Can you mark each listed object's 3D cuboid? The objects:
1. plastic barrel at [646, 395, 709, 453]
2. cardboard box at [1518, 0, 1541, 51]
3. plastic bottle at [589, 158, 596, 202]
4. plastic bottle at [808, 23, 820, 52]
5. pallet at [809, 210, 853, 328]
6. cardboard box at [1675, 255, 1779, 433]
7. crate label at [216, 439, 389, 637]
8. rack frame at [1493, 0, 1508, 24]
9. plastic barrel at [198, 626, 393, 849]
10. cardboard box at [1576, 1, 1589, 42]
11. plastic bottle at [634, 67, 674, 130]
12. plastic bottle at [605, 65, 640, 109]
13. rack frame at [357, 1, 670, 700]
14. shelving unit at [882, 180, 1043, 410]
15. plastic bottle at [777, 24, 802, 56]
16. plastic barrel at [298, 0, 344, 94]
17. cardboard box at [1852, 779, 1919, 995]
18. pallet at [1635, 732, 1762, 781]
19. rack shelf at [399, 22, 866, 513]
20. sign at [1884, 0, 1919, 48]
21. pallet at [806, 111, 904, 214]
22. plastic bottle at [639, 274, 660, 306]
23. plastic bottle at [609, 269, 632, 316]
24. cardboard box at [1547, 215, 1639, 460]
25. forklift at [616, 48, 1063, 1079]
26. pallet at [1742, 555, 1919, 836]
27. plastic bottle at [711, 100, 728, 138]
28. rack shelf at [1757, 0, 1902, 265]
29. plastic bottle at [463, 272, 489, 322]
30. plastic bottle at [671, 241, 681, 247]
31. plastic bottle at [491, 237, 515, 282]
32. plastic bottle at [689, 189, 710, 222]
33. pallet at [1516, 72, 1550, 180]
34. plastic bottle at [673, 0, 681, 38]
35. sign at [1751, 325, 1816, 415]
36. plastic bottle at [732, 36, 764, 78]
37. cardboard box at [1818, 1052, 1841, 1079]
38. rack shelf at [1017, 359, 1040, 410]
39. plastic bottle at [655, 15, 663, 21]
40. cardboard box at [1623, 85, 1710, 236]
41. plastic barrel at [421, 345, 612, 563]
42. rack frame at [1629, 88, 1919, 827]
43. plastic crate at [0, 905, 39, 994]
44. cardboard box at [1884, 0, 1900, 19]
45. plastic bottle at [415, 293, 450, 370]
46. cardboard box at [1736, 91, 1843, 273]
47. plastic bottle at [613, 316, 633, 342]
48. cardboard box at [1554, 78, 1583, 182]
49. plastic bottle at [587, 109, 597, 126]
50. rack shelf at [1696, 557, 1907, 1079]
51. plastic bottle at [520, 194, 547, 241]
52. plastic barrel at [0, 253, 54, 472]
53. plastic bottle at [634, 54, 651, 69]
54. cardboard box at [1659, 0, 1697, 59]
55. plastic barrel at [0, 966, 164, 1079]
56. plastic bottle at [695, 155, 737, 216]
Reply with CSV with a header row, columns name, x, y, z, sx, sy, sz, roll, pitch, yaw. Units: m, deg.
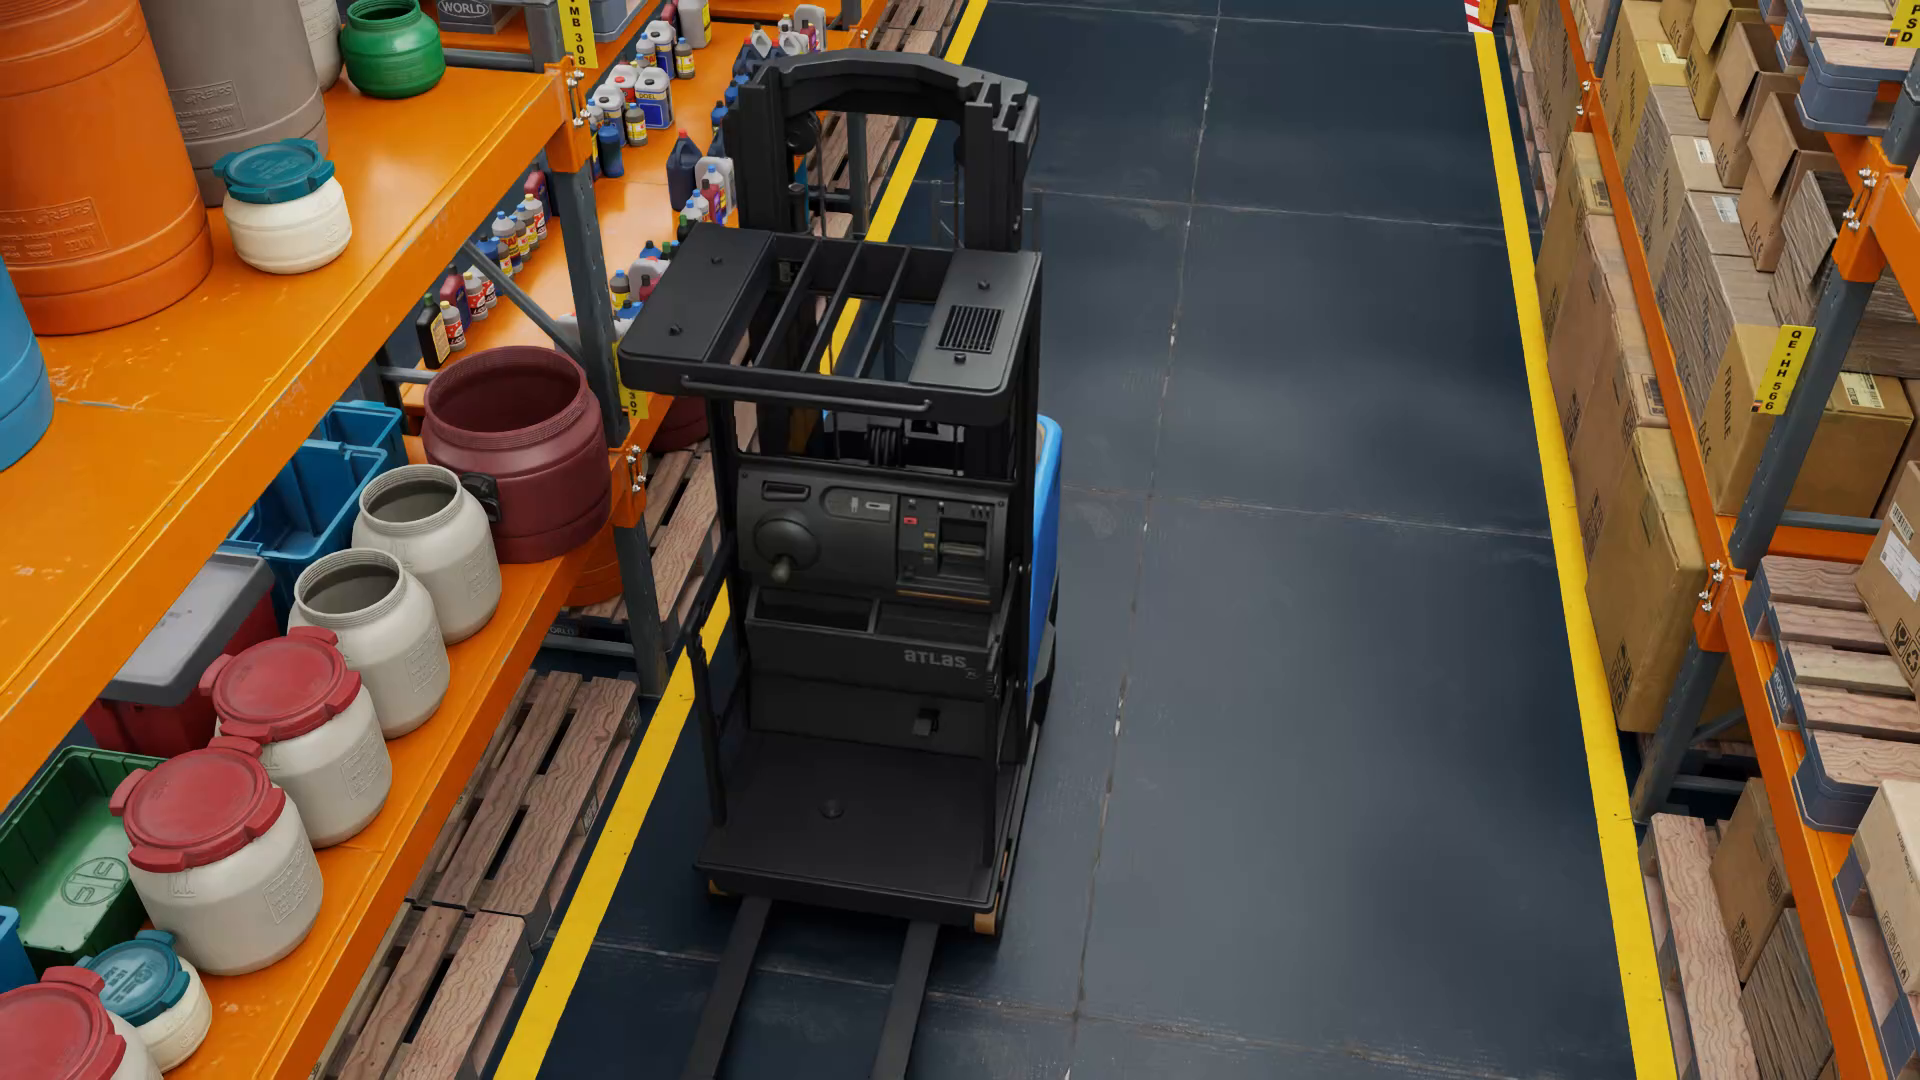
name,x,y,z,sx,sy,sz,roll,pitch,yaw
plastic barrel,-1.481,-0.823,8.051,0.600,0.588,0.708,6,40,8
cardboard box,4.486,-3.980,11.645,0.875,0.875,0.875,6,40,8
plastic bottle,-1.723,-1.646,7.576,0.061,0.283,0.133,6,40,8
plastic bottle,-0.795,-2.648,8.851,0.097,0.201,0.097,0,40,0
pallet,-1.227,-1.529,9.531,1.003,0.211,1.213,6,40,8
cardboard box,3.067,-0.715,6.279,0.500,0.500,0.500,6,40,7
crate label,-2.183,0.007,5.456,0.502,0.435,0.616,6,40,8
rack frame,4.518,-5.048,11.598,1.000,3.000,0.127,6,40,8
plastic barrel,-1.853,0.577,4.689,0.433,0.535,0.433,0,40,0
cardboard box,3.600,-2.830,9.113,0.380,0.149,0.250,7,40,9
plastic bottle,-1.518,-2.189,8.238,0.152,0.276,0.135,6,40,8
plastic bottle,-1.668,-2.206,8.258,0.152,0.276,0.135,6,40,8
rack frame,-1.744,-0.573,6.186,1.000,3.000,0.127,6,40,8
shelving unit,0.030,-0.682,7.494,0.587,1.500,1.083,7,40,8
plastic bottle,-0.889,-2.451,8.496,0.144,0.351,0.185,6,40,8
plastic barrel,-2.100,-1.611,4.999,0.421,0.512,0.421,0,40,0
cardboard box,2.617,0.896,4.198,0.500,0.250,0.500,5,40,6
pallet,3.344,0.561,7.002,1.003,0.211,1.213,6,40,8
rack shelf,-1.398,-1.551,7.933,1.077,0.370,4.000,6,40,8
sign,2.589,-1.479,4.460,0.100,0.325,0.005,6,40,8
pallet,-0.963,-2.474,10.674,1.003,0.211,1.213,6,40,8
plastic bottle,-1.249,-0.965,6.752,0.061,0.283,0.133,6,40,8
plastic bottle,-1.397,-1.025,6.888,0.097,0.201,0.097,0,40,0
cardboard box,3.581,-0.915,7.938,1.225,0.875,0.875,5,40,6
forklift,-0.337,0.060,5.474,1.130,2.935,3.031,7,40,8
pallet,3.115,0.506,5.031,1.213,0.211,1.003,6,40,8
plastic bottle,-1.142,-1.977,7.985,0.097,0.271,0.097,0,40,0
rack shelf,3.480,-2.161,6.317,1.077,0.370,4.000,6,40,8
plastic bottle,-2.017,-1.013,6.873,0.097,0.201,0.097,0,40,0
plastic bottle,-1.201,-1.176,7.071,0.097,0.201,0.097,0,40,0
plastic bottle,-1.966,-1.196,7.095,0.097,0.201,0.097,0,40,0
plastic bottle,-1.144,-1.409,7.298,0.097,0.271,0.097,0,40,0
pallet,4.243,-2.699,10.946,1.003,0.211,1.213,6,40,8
plastic bottle,-1.536,-2.855,9.038,0.061,0.283,0.133,6,40,8
sign,2.587,-0.532,5.228,0.100,0.325,0.005,6,40,8
plastic bottle,-1.063,-2.351,8.375,0.144,0.351,0.185,6,40,8
cardboard box,2.863,1.896,4.816,0.700,0.500,0.500,10,41,11
rack shelf,0.028,-0.537,7.602,0.538,0.185,1.000,7,40,8
plastic bottle,-1.578,-2.631,8.777,0.097,0.271,0.097,0,40,0
cardboard box,3.327,-1.685,7.452,0.500,0.500,0.500,6,40,7
plastic barrel,-1.526,-0.301,5.750,0.600,0.536,0.708,6,40,8
rack frame,3.134,-0.027,5.525,1.000,3.000,0.127,6,40,8
plastic crate,-2.552,1.217,4.033,0.392,0.384,0.575,6,40,8
cardboard box,3.168,-1.775,4.875,0.797,0.503,0.637,9,40,10
plastic bottle,-2.095,-0.829,6.587,0.061,0.283,0.133,6,40,8
cardboard box,3.392,-1.318,6.221,0.797,0.503,0.637,7,40,9
plastic bottle,-1.351,-0.761,6.511,0.152,0.276,0.135,6,40,8
cardboard box,4.019,-2.286,9.595,0.875,0.875,0.875,6,40,8
plastic bottle,-1.772,-1.928,7.925,0.097,0.271,0.097,0,40,0
rack shelf,2.788,1.506,4.236,1.077,0.370,4.000,6,40,8
plastic bottle,-1.899,-1.440,7.391,0.097,0.201,0.097,0,40,0
plastic barrel,-2.336,-0.576,3.442,0.600,0.901,0.708,6,40,8
plastic bottle,-1.635,-2.398,8.549,0.097,0.201,0.097,0,40,0
cardboard box,3.724,-2.561,7.724,0.797,0.503,0.637,5,40,7
plastic barrel,-2.055,1.309,3.803,0.433,0.535,0.433,0,40,0
plastic bottle,-1.111,-1.631,7.563,0.152,0.276,0.135,6,40,8
